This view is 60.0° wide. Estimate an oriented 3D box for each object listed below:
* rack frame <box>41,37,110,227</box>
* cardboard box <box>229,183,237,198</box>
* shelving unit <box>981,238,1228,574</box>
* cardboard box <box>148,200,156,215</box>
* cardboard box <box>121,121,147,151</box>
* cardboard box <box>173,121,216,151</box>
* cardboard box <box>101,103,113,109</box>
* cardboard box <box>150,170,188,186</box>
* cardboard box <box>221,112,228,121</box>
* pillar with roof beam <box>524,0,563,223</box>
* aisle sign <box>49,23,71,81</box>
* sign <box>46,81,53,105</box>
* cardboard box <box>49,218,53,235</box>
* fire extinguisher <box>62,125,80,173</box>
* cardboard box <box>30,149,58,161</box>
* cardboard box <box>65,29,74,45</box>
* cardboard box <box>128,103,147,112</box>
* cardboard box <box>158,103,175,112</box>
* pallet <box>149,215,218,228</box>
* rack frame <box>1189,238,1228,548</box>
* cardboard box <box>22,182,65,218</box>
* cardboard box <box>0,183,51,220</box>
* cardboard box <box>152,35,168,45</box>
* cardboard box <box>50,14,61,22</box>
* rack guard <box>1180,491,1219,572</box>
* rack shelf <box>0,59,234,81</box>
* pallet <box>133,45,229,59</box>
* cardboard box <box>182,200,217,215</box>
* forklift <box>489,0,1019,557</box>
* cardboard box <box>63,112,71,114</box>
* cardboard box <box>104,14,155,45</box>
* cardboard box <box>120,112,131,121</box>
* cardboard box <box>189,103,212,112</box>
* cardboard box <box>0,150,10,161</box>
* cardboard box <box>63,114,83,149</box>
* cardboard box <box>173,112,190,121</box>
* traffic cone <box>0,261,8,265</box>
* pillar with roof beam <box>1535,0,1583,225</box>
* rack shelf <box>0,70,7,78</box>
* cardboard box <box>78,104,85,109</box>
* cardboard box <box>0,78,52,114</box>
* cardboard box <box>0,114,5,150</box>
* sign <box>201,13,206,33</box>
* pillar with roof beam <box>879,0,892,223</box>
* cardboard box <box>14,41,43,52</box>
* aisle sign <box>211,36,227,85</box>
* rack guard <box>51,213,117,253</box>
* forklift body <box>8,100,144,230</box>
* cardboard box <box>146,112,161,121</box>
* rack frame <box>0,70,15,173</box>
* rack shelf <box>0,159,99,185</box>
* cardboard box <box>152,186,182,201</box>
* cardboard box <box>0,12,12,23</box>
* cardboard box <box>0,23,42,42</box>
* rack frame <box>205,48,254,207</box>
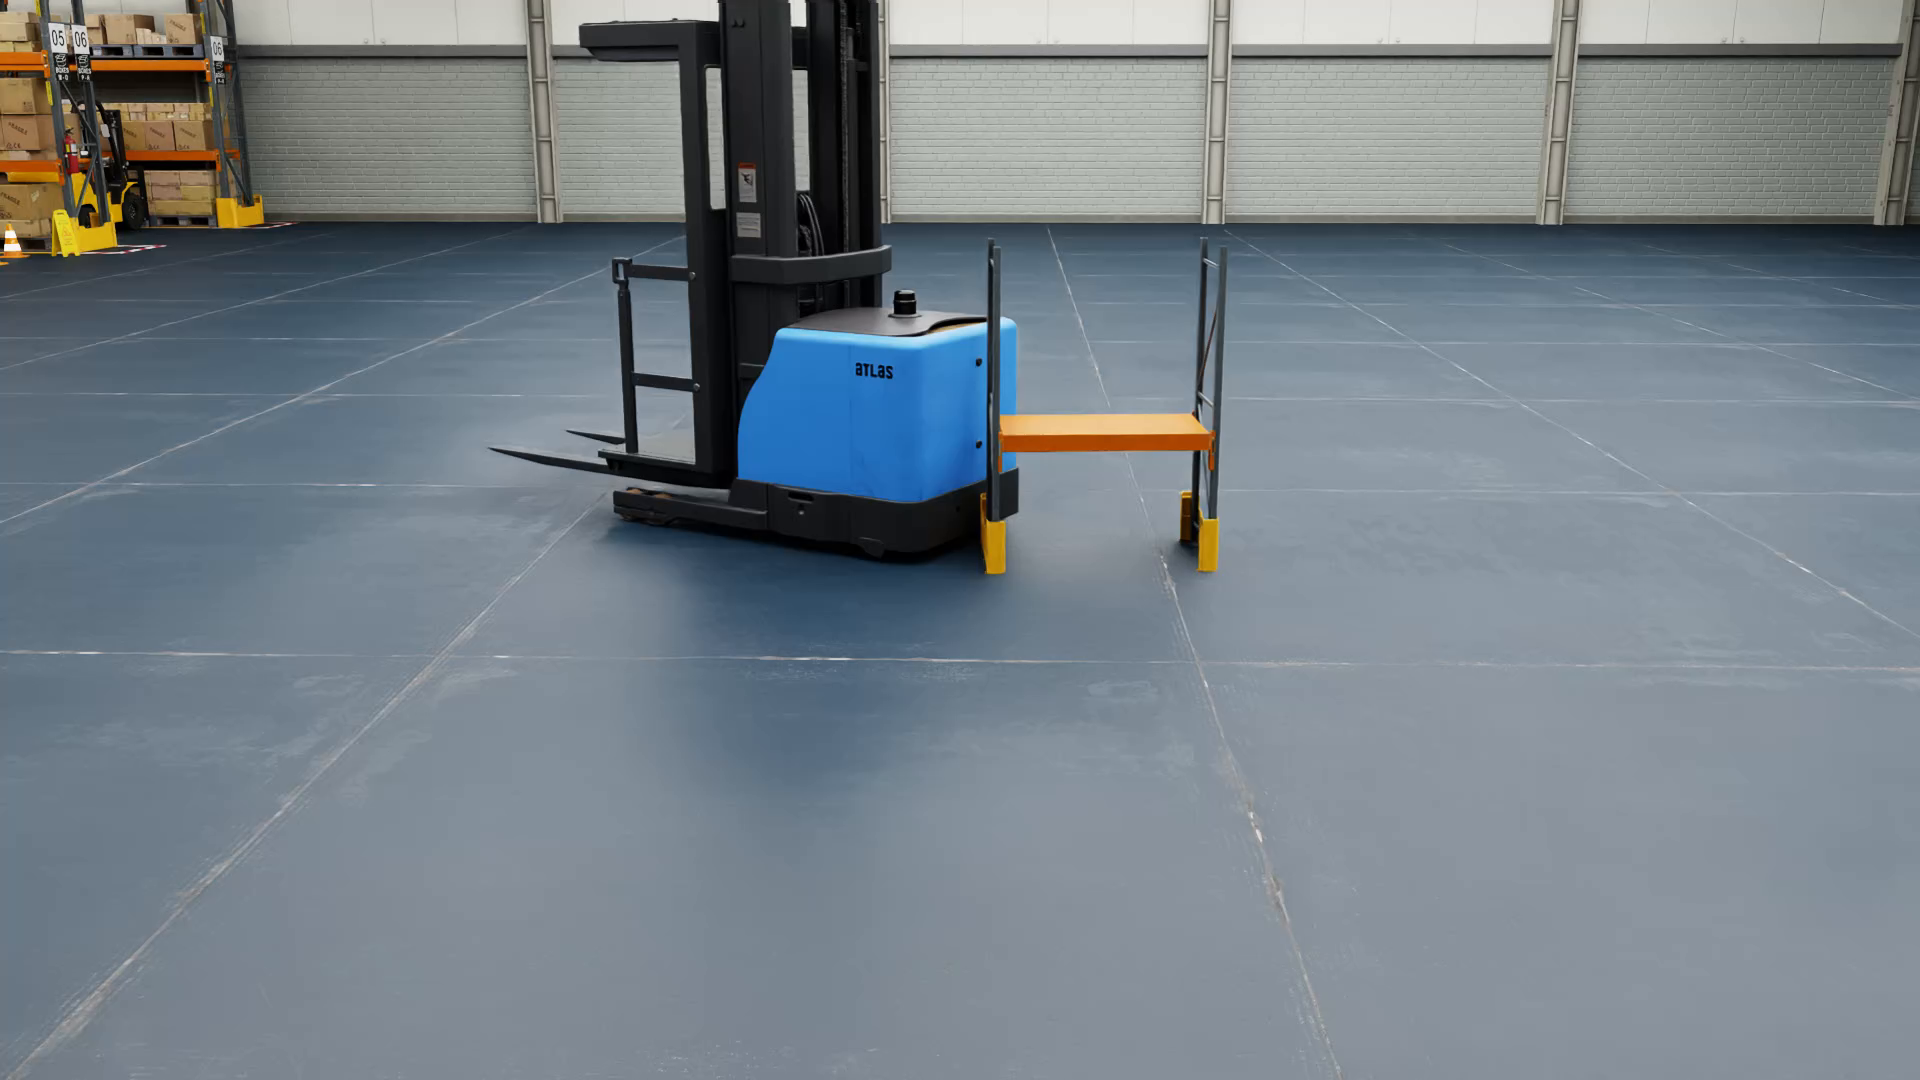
[{"bbox_3d":[-12.891,-5.769,24.326,0.127,3.000,1.000,0,15,1],"label":"rack frame"},{"bbox_3d":[-13.233,-6.206,29.570,0.500,0.250,0.500,1,15,2],"label":"cardboard box"},{"bbox_3d":[0.654,-0.645,7.846,1.083,1.500,0.587,-1,15,-2],"label":"shelving unit"},{"bbox_3d":[-14.243,-5.842,29.170,0.500,0.250,0.500,1,15,2],"label":"cardboard box"},{"bbox_3d":[-14.297,-7.028,28.904,0.500,0.500,0.500,0,15,0],"label":"cardboard box"},{"bbox_3d":[-13.267,-7.019,28.870,0.500,0.500,0.500,0,15,0],"label":"cardboard box"},{"bbox_3d":[-14.665,-7.498,28.828,0.250,0.149,0.380,1,15,2],"label":"cardboard box"},{"bbox_3d":[-13.747,-6.317,29.010,0.500,0.250,0.500,1,15,2],"label":"cardboard box"},{"bbox_3d":[-13.101,-7.465,29.288,0.250,0.149,0.380,0,15,0],"label":"cardboard box"},{"bbox_3d":[-7.553,-9.033,24.938,0.400,9.000,9.100,0,15,1],"label":"pillar with roof beam"},{"bbox_3d":[-12.837,-6.952,23.712,0.004,0.787,0.394,0,15,1],"label":"aisle sign"},{"bbox_3d":[-12.925,-6.340,23.602,0.005,0.325,0.100,0,15,1],"label":"sign"},{"bbox_3d":[-13.690,-4.718,24.910,0.500,0.250,0.500,0,15,1],"label":"cardboard box"},{"bbox_3d":[-12.788,-5.613,23.888,0.183,0.674,0.296,0,15,1],"label":"fire extinguisher"},{"bbox_3d":[-13.270,-5.595,24.161,0.250,0.149,0.380,1,15,3],"label":"cardboard box"},{"bbox_3d":[-15.291,-8.611,28.461,0.258,0.266,0.396,0,15,0],"label":"cardboard box"},{"bbox_3d":[-14.151,-7.472,28.729,0.250,0.149,0.380,1,15,3],"label":"cardboard box"},{"bbox_3d":[-13.641,-7.478,28.752,0.250,0.149,0.380,1,15,3],"label":"cardboard box"},{"bbox_3d":[-13.534,-5.681,29.458,1.213,0.211,1.003,0,15,1],"label":"pallet"},{"bbox_3d":[1.171,-0.651,7.867,0.032,1.500,0.500,-1,15,-2],"label":"rack frame"},{"bbox_3d":[-13.714,-5.081,24.815,0.500,0.500,0.500,0,15,0],"label":"cardboard box"},{"bbox_3d":[-13.699,-4.944,24.295,0.500,0.500,0.500,0,15,2],"label":"cardboard box"},{"bbox_3d":[-13.604,-8.543,28.434,0.250,0.149,0.380,0,15,0],"label":"cardboard box"},{"bbox_3d":[-13.241,-7.538,24.080,0.250,0.149,0.380,0,15,1],"label":"cardboard box"},{"bbox_3d":[1.152,-0.046,8.026,0.087,0.250,0.587,-1,15,-2],"label":"rack guard"},{"bbox_3d":[-14.767,-8.150,28.882,4.000,0.370,1.077,0,15,1],"label":"rack shelf"},{"bbox_3d":[-13.474,-8.454,28.795,1.213,0.211,1.003,0,15,1],"label":"pallet"},{"bbox_3d":[-13.246,-5.831,29.127,0.500,0.250,0.500,0,15,2],"label":"cardboard box"},{"bbox_3d":[-1.220,-1.596,8.642,3.031,2.935,1.130,9,17,31],"label":"forklift"},{"bbox_3d":[-15.428,-7.335,28.795,0.250,0.149,0.380,0,15,1],"label":"cardboard box"},{"bbox_3d":[-14.238,-8.758,28.560,0.500,0.500,0.700,0,15,2],"label":"cardboard box"},{"bbox_3d":[-14.405,-7.330,28.774,0.250,0.149,0.380,0,15,2],"label":"cardboard box"},{"bbox_3d":[-13.132,-7.489,28.796,0.250,0.149,0.380,0,15,2],"label":"cardboard box"},{"bbox_3d":[-13.782,-5.576,24.087,0.250,0.149,0.380,0,15,0],"label":"cardboard box"},{"bbox_3d":[-13.358,-6.035,24.555,0.500,0.500,0.500,0,15,1],"label":"cardboard box"},{"bbox_3d":[-13.378,-7.322,28.744,0.250,0.149,0.380,1,15,2],"label":"cardboard box"},{"bbox_3d":[-13.042,-3.931,22.332,0.334,0.463,0.336,0,15,1],"label":"traffic cone"},{"bbox_3d":[10.441,-8.916,24.493,0.400,9.000,9.100,0,15,1],"label":"pillar with roof beam"},{"bbox_3d":[-18.766,-8.176,28.981,4.000,0.370,1.077,0,15,1],"label":"rack shelf"},{"bbox_3d":[-15.166,-7.501,28.839,0.250,0.149,0.380,0,15,1],"label":"cardboard box"},{"bbox_3d":[-13.407,-6.392,23.949,0.500,0.500,0.700,0,15,0],"label":"cardboard box"},{"bbox_3d":[-13.941,-5.899,24.039,0.500,0.500,0.500,0,15,2],"label":"cardboard box"},{"bbox_3d":[-12.796,-8.737,28.114,0.005,0.325,0.100,0,15,1],"label":"sign"},{"bbox_3d":[-1.555,-8.994,24.789,0.400,9.000,9.100,0,15,1],"label":"pillar with roof beam"},{"bbox_3d":[-13.255,-7.029,23.714,0.250,0.149,0.380,0,15,2],"label":"cardboard box"},{"bbox_3d":[-12.710,-8.216,28.507,0.004,0.787,0.394,0,15,1],"label":"aisle sign"},{"bbox_3d":[-12.967,-4.561,24.647,0.348,0.500,1.175,0,15,1],"label":"rack guard"},{"bbox_3d":[-14.710,-6.172,27.516,1.214,2.155,2.313,0,15,1],"label":"forklift body"},{"bbox_3d":[-13.883,-7.343,28.826,0.250,0.149,0.380,0,15,1],"label":"cardboard box"},{"bbox_3d":[-16.767,-7.061,29.223,0.127,3.000,1.000,0,15,1],"label":"rack frame"},{"bbox_3d":[-14.890,-5.434,24.467,4.000,0.370,1.077,0,15,1],"label":"rack shelf"},{"bbox_3d":[-13.764,-6.080,29.090,0.500,0.250,0.500,0,15,1],"label":"cardboard box"},{"bbox_3d":[-13.494,-7.422,23.640,0.250,0.149,0.380,1,15,2],"label":"cardboard box"},{"bbox_3d":[-13.410,-7.225,23.677,0.500,0.250,0.500,0,15,1],"label":"cardboard box"},{"bbox_3d":[-12.768,-7.035,29.124,0.127,3.000,1.000,0,15,1],"label":"rack frame"}]
